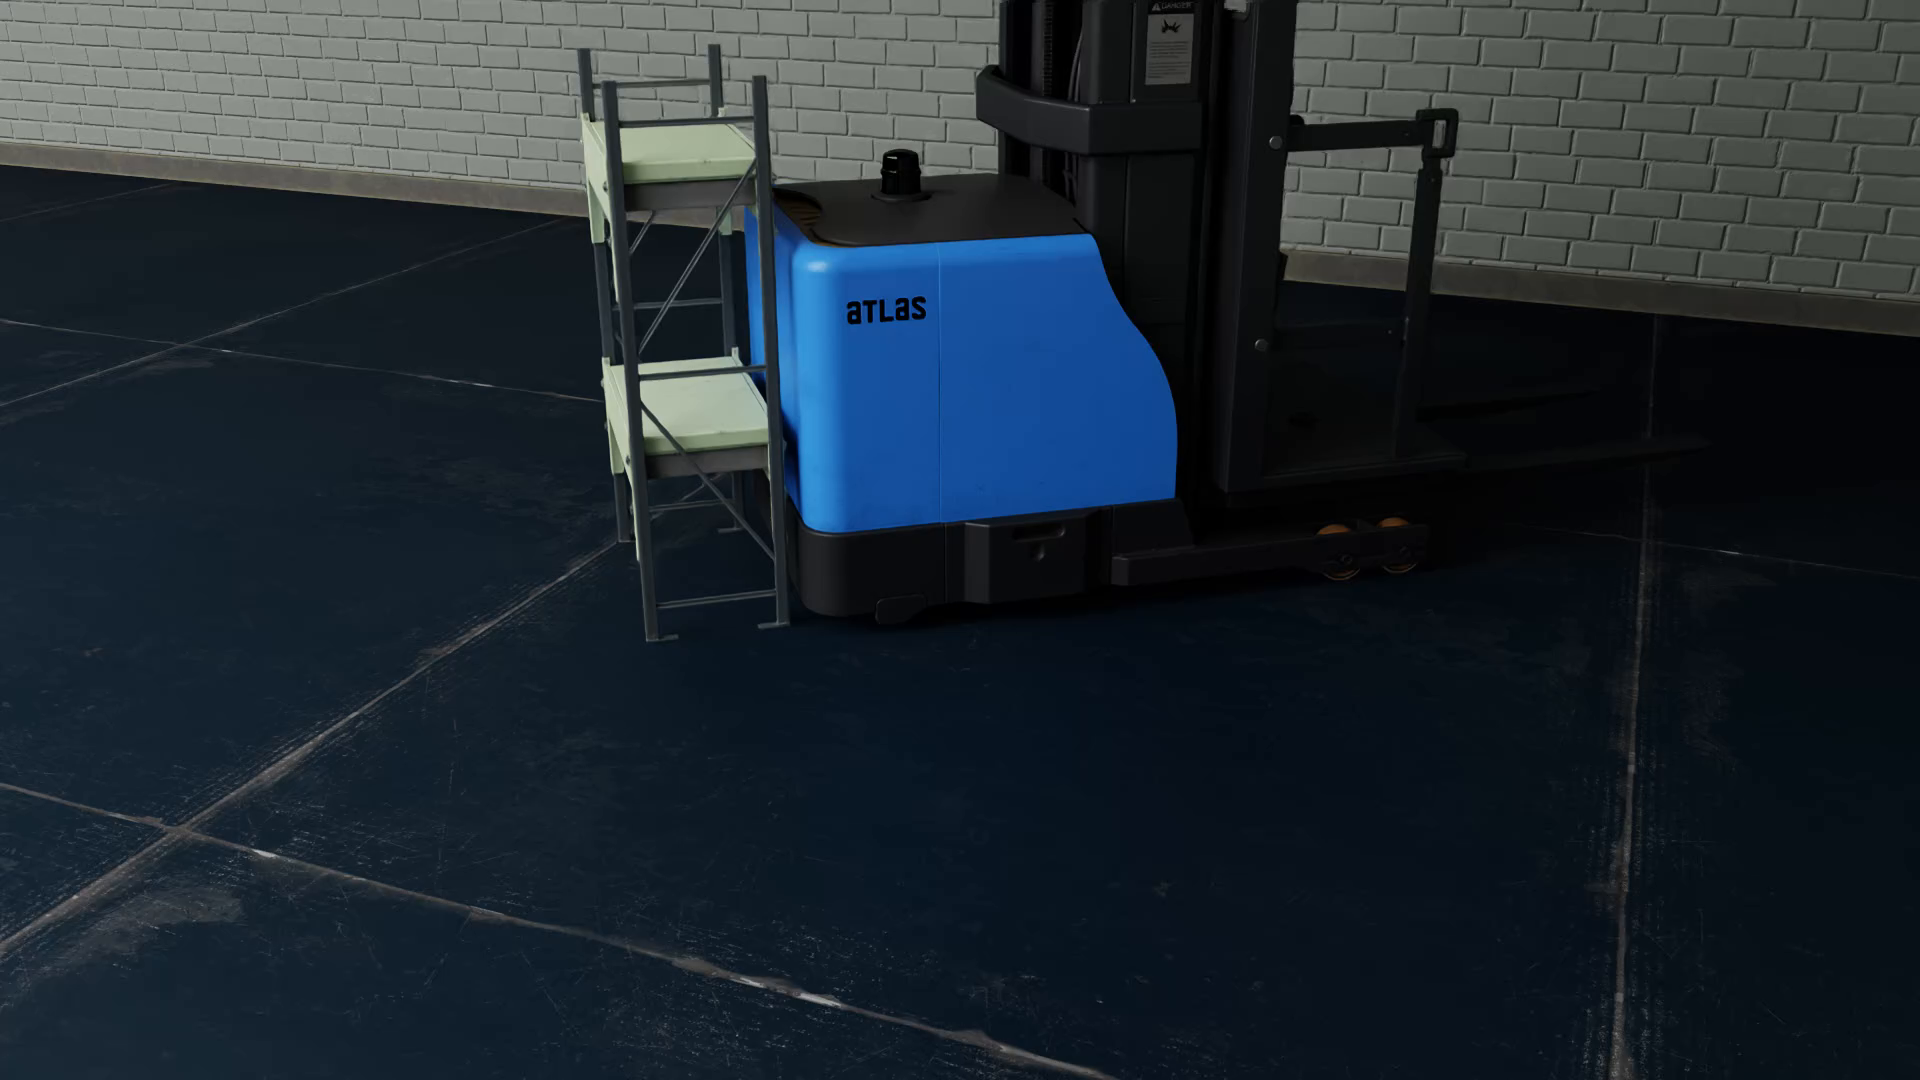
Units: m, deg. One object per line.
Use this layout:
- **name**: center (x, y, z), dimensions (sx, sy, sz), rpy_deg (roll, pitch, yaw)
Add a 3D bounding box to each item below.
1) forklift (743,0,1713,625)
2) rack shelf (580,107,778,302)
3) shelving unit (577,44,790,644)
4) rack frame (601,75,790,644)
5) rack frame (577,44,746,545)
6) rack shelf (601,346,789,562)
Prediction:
- **forklift**: center (0.908, -1.420, 4.847), dimensions (3.031, 2.935, 1.130), rpy_deg (-6, 23, -15)
- **rack shelf**: center (-0.775, -0.928, 4.513), dimensions (0.431, 0.370, 0.720), rpy_deg (-6, 24, -15)
- **shelving unit**: center (-0.775, -0.568, 4.663), dimensions (0.431, 1.500, 0.755), rpy_deg (-6, 24, -15)
- **rack frame**: center (-0.671, -0.432, 4.339), dimensions (0.400, 1.500, 0.023), rpy_deg (-6, 24, -15)
- **rack frame**: center (-0.878, -0.703, 4.987), dimensions (0.400, 1.500, 0.023), rpy_deg (-6, 24, -15)
- **rack shelf**: center (-0.775, -0.267, 4.789), dimensions (0.431, 0.370, 0.720), rpy_deg (-6, 24, -15)
